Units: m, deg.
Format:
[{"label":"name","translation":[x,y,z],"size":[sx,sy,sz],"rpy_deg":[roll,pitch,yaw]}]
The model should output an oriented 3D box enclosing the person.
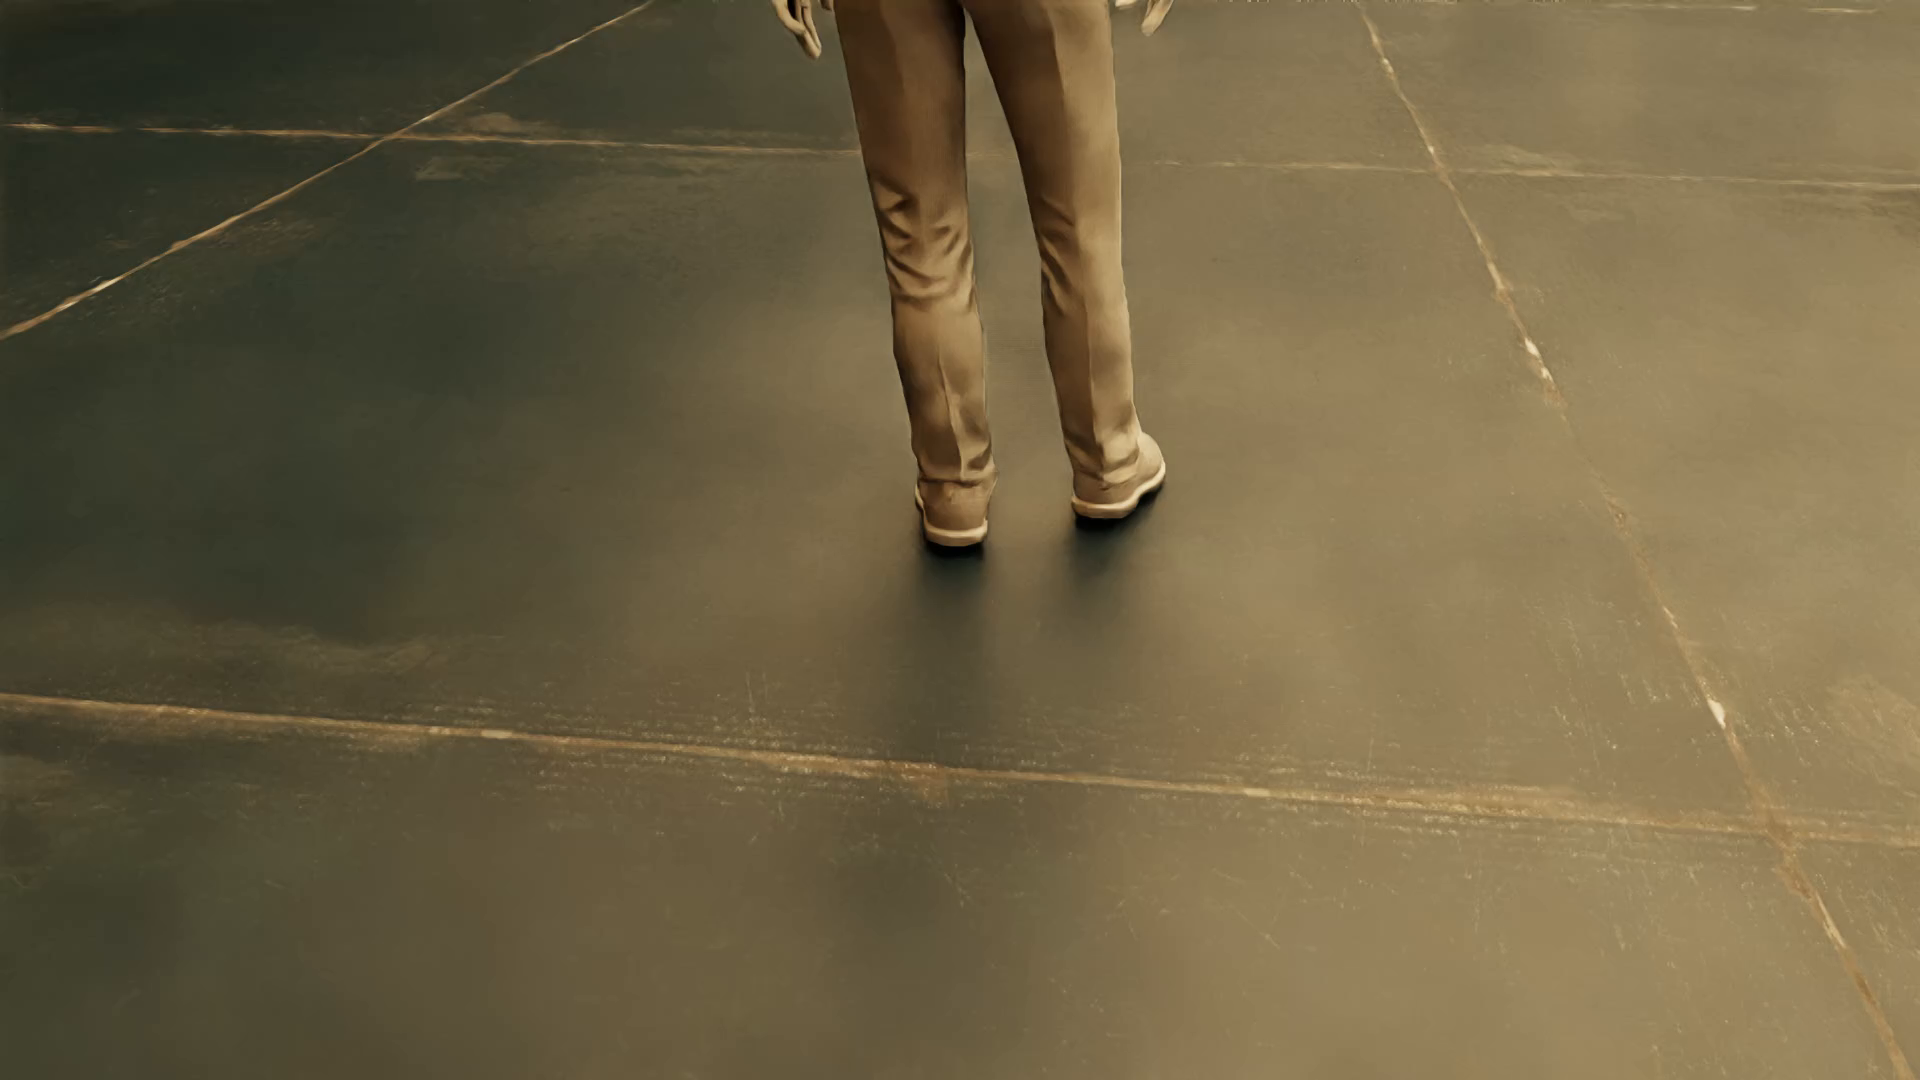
[{"label":"person","translation":[0.016,-0.794,2.178],"size":[0.586,1.695,0.532],"rpy_deg":[3,27,7]}]
